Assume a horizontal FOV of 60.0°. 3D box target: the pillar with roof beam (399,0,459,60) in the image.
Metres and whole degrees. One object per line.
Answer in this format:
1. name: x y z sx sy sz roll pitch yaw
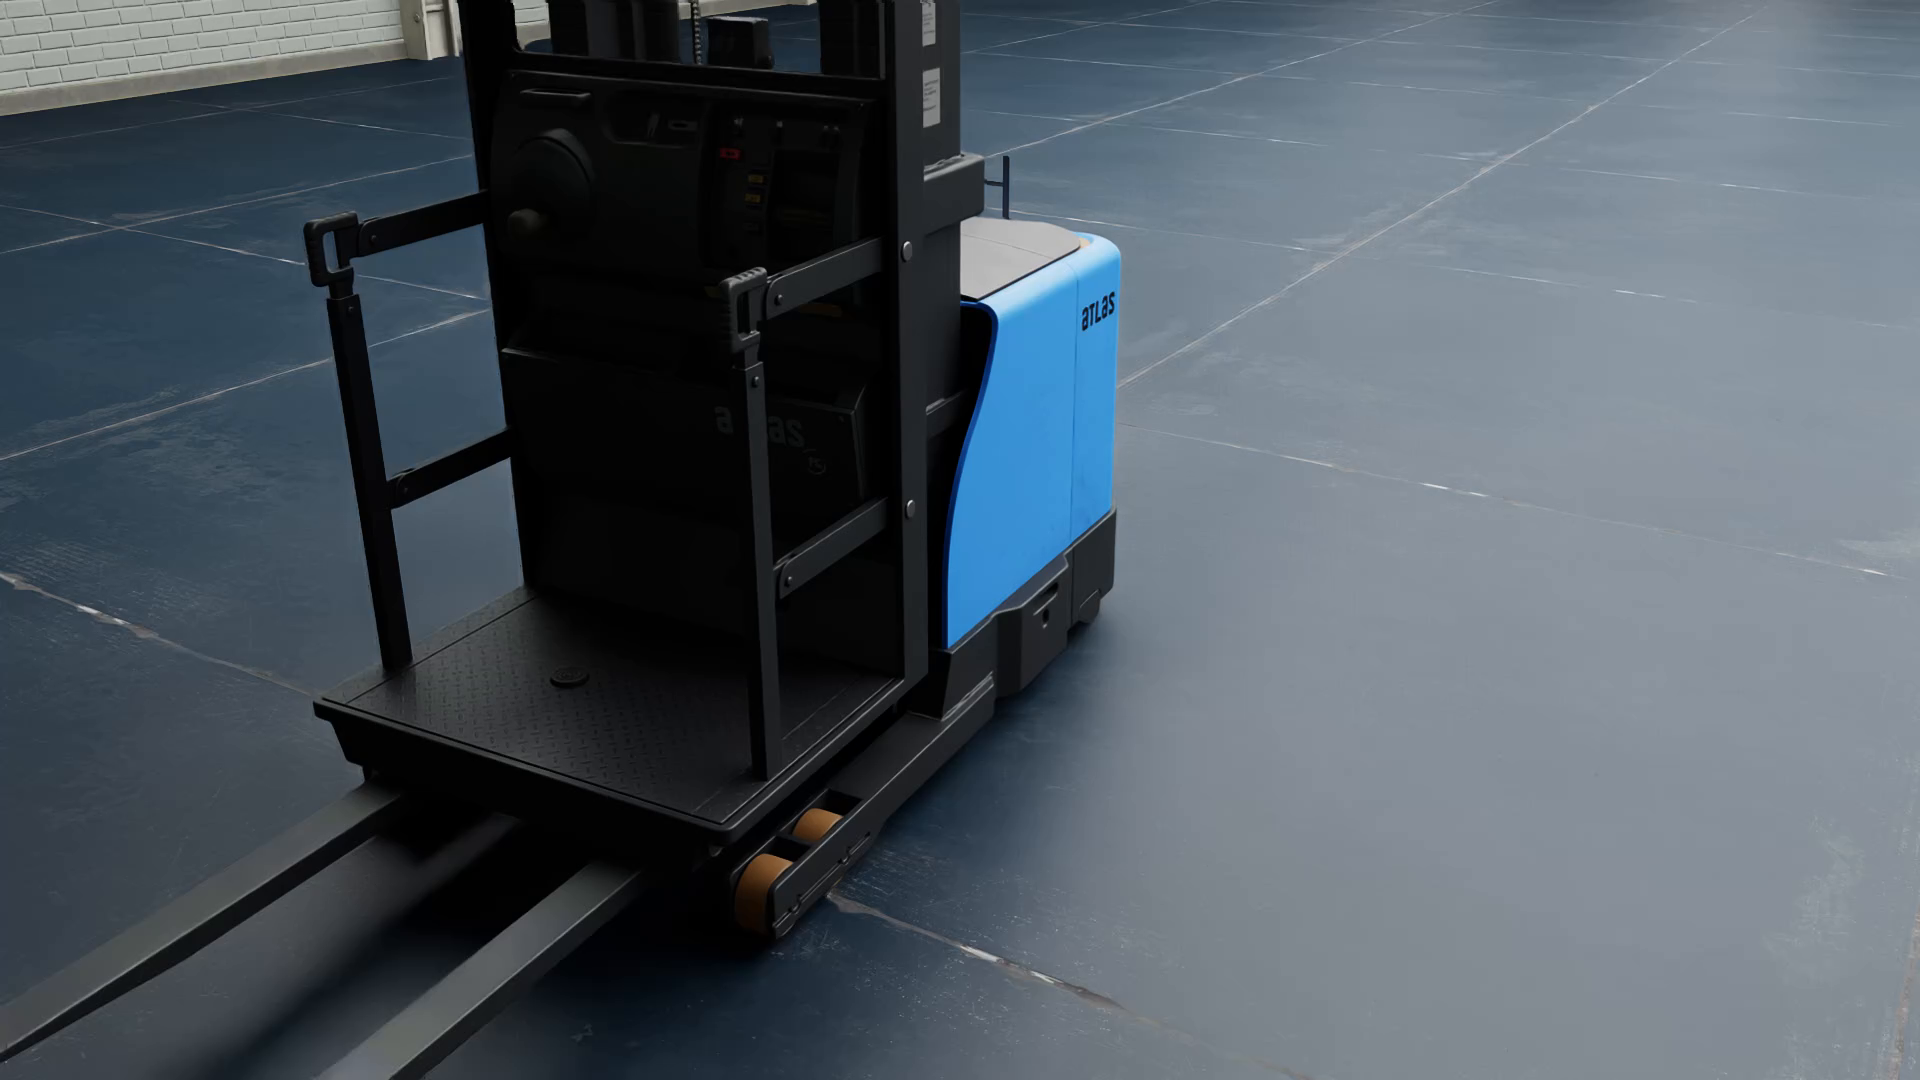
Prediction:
1. pillar with roof beam: -1.405 -7.867 12.095 9.100 9.000 0.400 14 27 29

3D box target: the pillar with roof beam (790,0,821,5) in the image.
1. pillar with roof beam: 1.760 -9.892 16.773 9.100 9.000 0.400 14 27 29

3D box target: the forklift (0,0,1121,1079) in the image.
1. forklift: -0.693 -0.740 3.270 1.130 2.935 3.031 12 26 25

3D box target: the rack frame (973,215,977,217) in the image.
1. rack frame: -0.056 -0.515 4.929 0.240 1.200 0.006 14 27 29

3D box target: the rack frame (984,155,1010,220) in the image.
1. rack frame: 0.041 -0.577 5.072 0.240 1.200 0.006 14 27 29

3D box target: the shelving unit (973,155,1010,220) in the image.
1. shelving unit: -0.008 -0.546 5.000 0.258 1.200 0.189 14 27 29
